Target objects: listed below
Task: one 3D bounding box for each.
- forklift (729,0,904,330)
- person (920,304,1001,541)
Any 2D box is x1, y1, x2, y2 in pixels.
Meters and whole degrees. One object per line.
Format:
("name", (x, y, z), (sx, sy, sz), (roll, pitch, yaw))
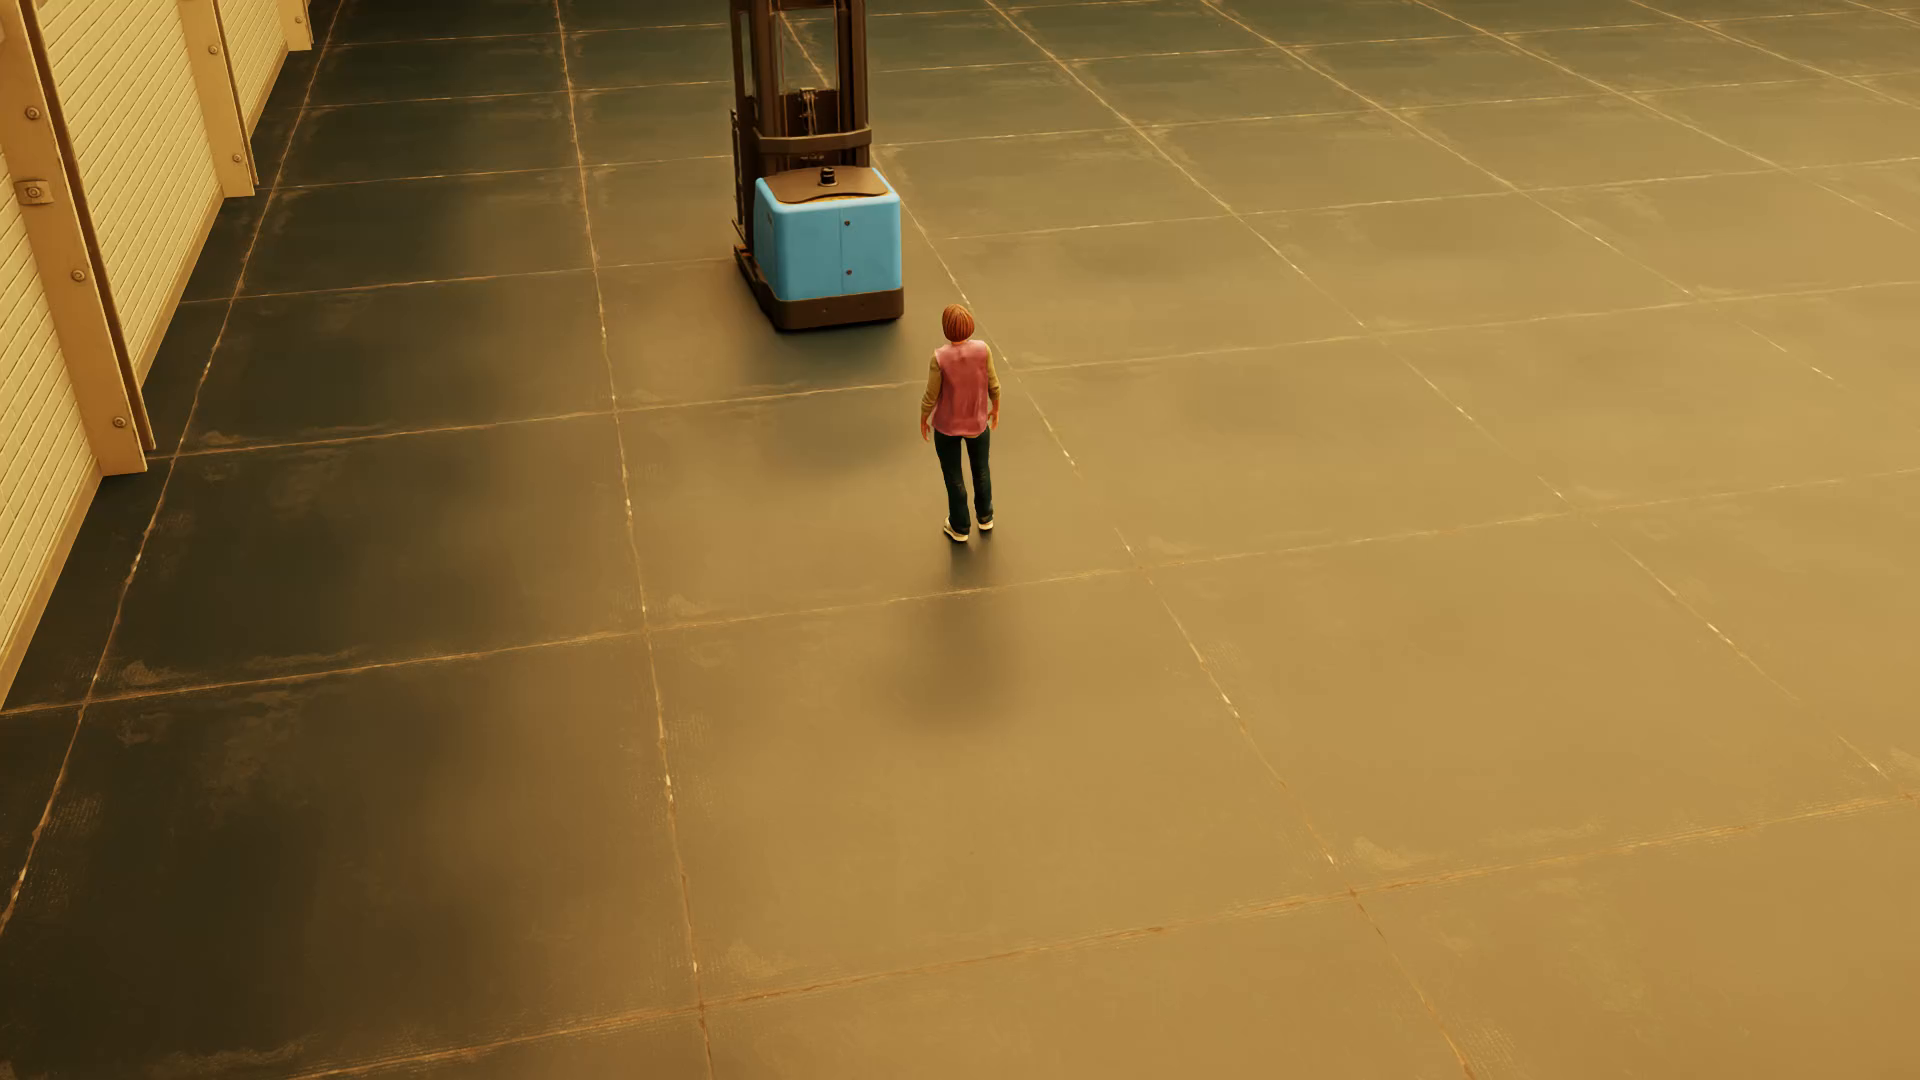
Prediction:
("forklift", (-1.368, -3.670, 13.915), (1.130, 2.935, 3.031), (-9, 31, -14))
("person", (-0.003, -0.735, 10.161), (0.520, 1.597, 0.476), (-7, 31, -12))
